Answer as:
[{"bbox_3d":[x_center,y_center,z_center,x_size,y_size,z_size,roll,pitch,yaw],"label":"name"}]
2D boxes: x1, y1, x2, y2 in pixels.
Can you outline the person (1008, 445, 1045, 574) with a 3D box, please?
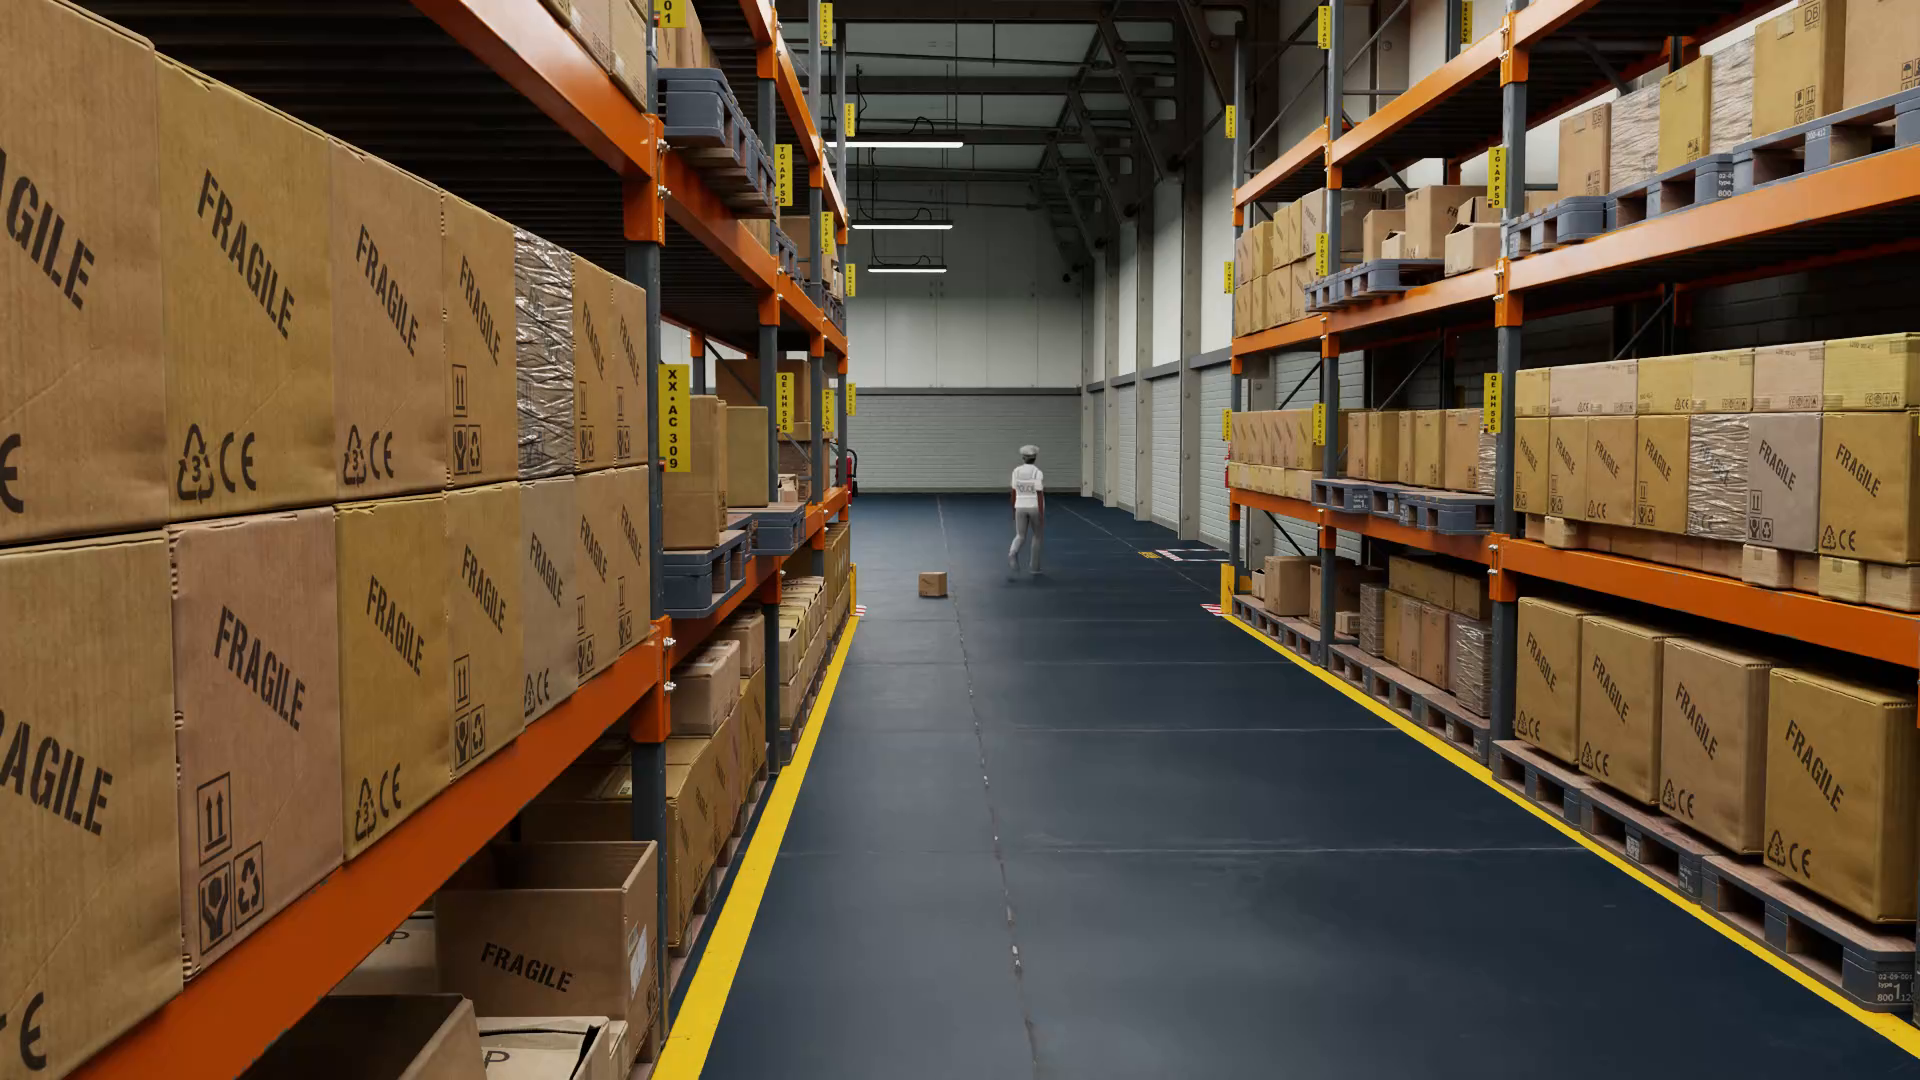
[{"bbox_3d":[0.861,-0.388,21.328,0.455,1.667,0.734,2,4,23],"label":"person"}]
